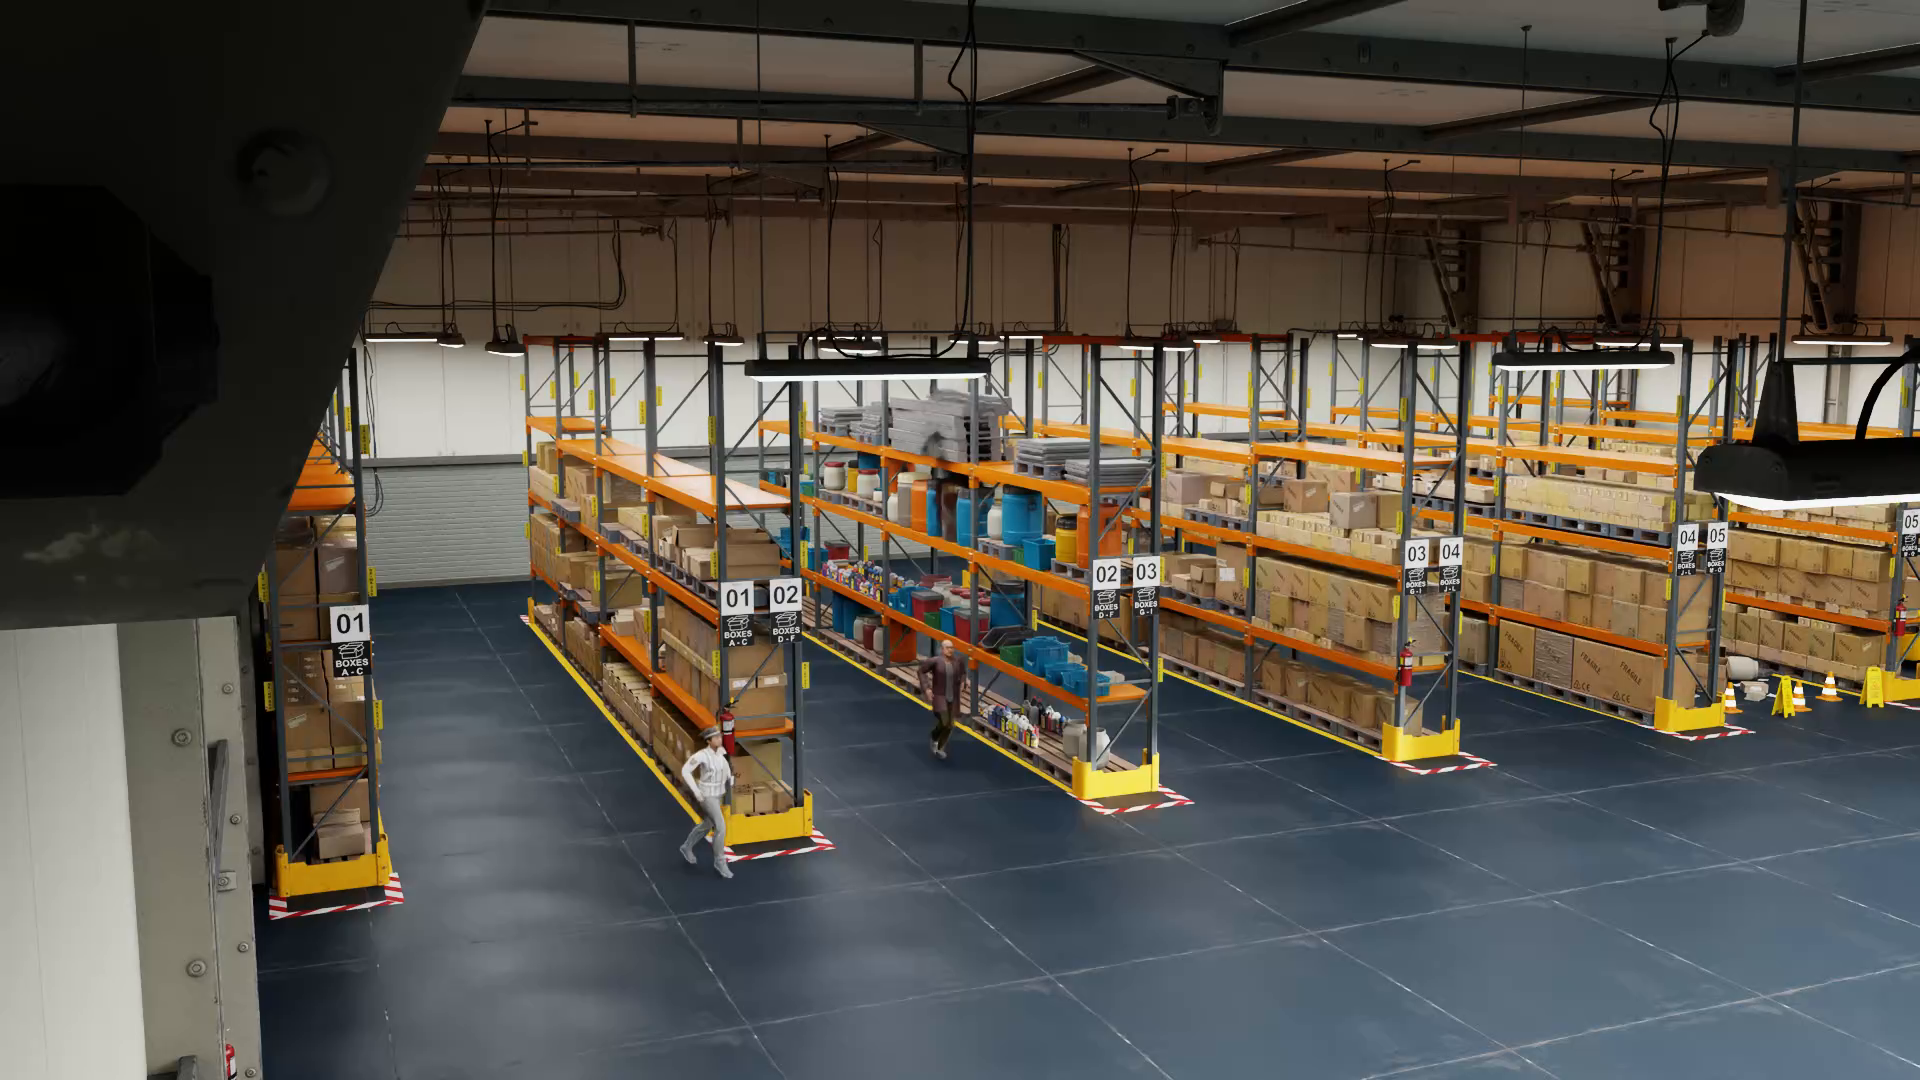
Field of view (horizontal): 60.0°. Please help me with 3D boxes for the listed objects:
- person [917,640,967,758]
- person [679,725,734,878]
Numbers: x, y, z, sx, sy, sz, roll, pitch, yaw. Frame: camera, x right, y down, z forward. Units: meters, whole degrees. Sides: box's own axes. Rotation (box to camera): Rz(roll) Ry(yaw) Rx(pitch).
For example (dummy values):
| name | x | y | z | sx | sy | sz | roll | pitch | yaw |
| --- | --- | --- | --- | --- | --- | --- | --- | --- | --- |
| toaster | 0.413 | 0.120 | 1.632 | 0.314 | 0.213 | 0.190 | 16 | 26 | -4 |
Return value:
| name | x | y | z | sx | sy | sz | roll | pitch | yaw |
| --- | --- | --- | --- | --- | --- | --- | --- | --- | --- |
| person | -0.198 | 2.297 | 23.920 | 0.712 | 1.736 | 0.651 | -4 | 8 | -26 |
| person | -2.891 | 2.959 | 19.143 | 0.801 | 1.739 | 0.619 | 3 | 8 | 24 |
